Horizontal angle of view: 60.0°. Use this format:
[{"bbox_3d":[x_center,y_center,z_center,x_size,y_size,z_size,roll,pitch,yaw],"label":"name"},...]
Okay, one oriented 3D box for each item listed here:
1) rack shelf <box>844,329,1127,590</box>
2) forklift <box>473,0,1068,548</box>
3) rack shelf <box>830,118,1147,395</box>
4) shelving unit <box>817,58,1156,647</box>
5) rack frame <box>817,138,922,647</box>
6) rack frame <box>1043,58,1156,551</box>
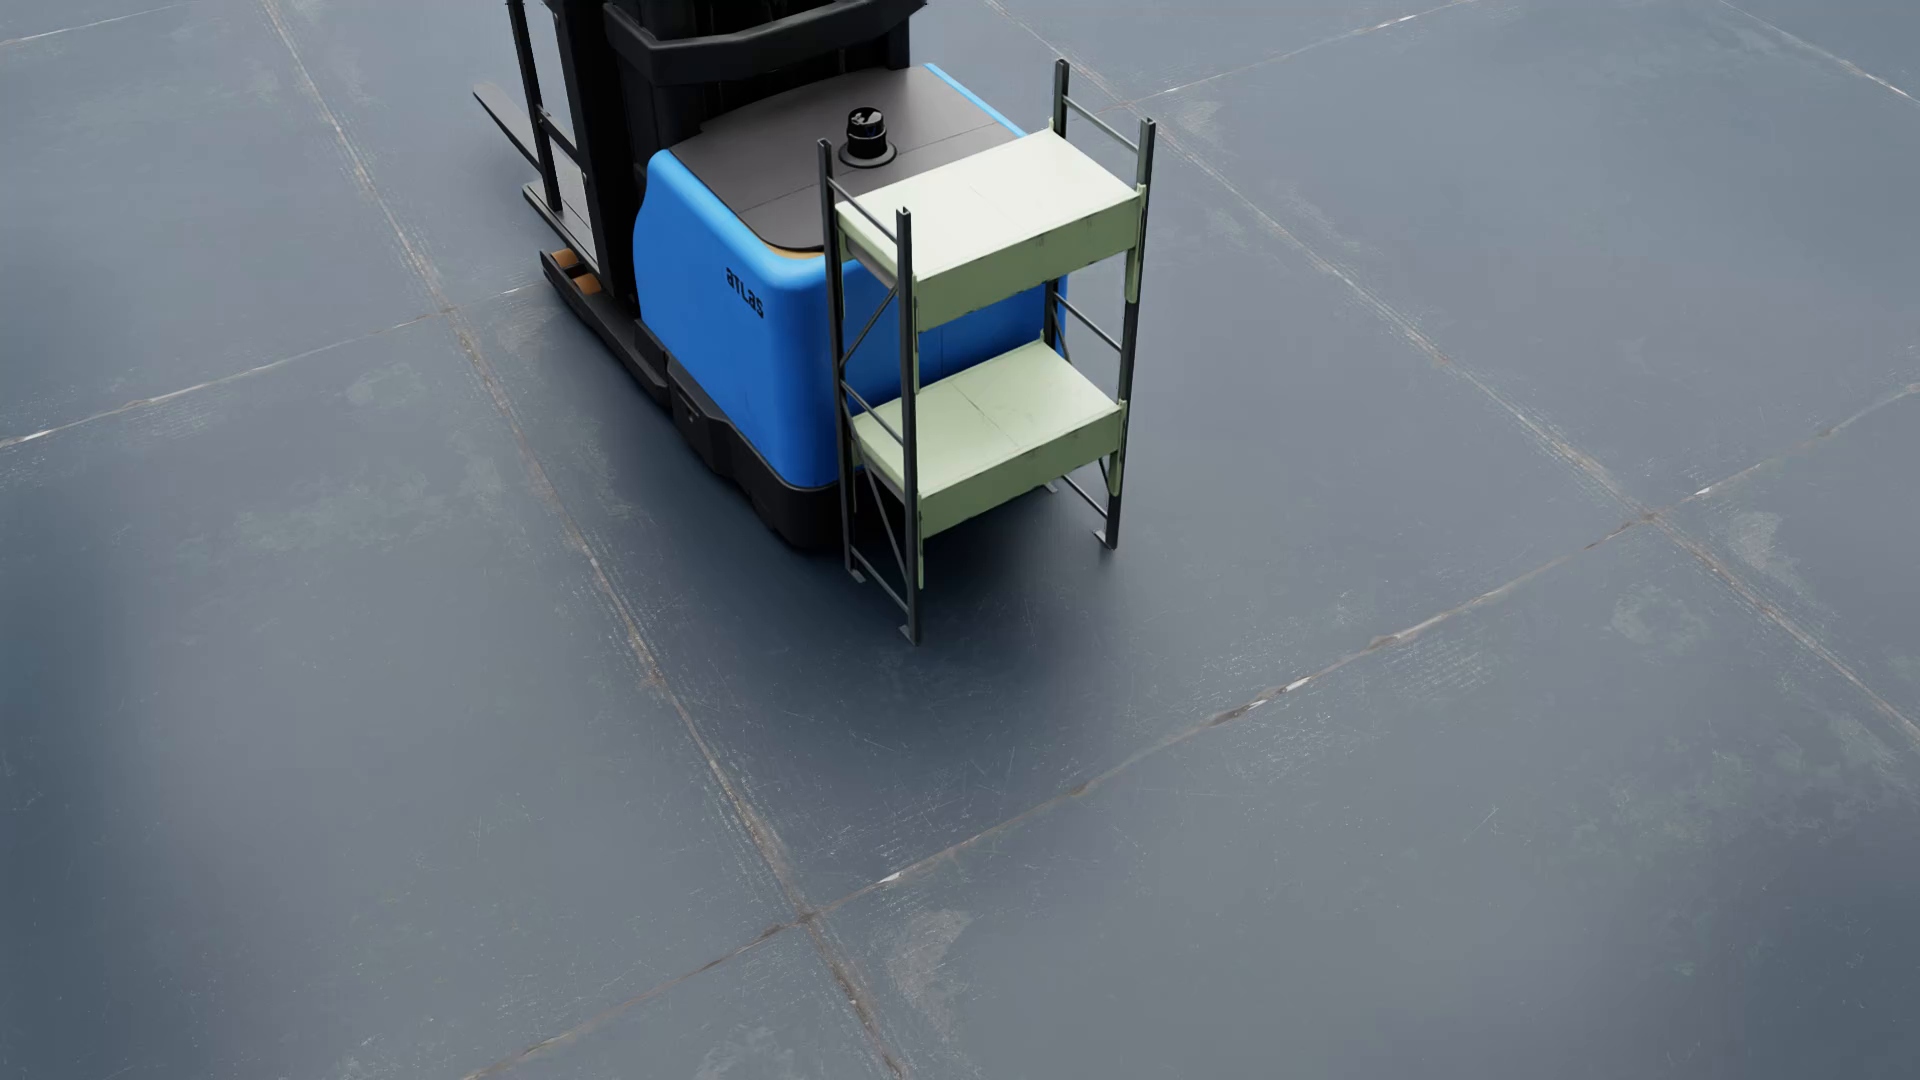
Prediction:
[{"bbox_3d":[0.069,-0.248,4.897,0.720,0.370,0.431,-25,50,-24],"label":"rack shelf"},{"bbox_3d":[-0.891,-2.024,5.231,1.130,2.935,3.031,-25,49,-24],"label":"forklift"},{"bbox_3d":[0.069,-0.762,4.397,0.720,0.370,0.431,-25,50,-24],"label":"rack shelf"},{"bbox_3d":[0.069,-0.482,4.669,0.755,1.500,0.431,-25,50,-24],"label":"shelving unit"},{"bbox_3d":[-0.235,-0.340,4.523,0.023,1.500,0.400,-25,50,-24],"label":"rack frame"},{"bbox_3d":[0.373,-0.624,4.816,0.023,1.500,0.400,-25,50,-24],"label":"rack frame"}]
